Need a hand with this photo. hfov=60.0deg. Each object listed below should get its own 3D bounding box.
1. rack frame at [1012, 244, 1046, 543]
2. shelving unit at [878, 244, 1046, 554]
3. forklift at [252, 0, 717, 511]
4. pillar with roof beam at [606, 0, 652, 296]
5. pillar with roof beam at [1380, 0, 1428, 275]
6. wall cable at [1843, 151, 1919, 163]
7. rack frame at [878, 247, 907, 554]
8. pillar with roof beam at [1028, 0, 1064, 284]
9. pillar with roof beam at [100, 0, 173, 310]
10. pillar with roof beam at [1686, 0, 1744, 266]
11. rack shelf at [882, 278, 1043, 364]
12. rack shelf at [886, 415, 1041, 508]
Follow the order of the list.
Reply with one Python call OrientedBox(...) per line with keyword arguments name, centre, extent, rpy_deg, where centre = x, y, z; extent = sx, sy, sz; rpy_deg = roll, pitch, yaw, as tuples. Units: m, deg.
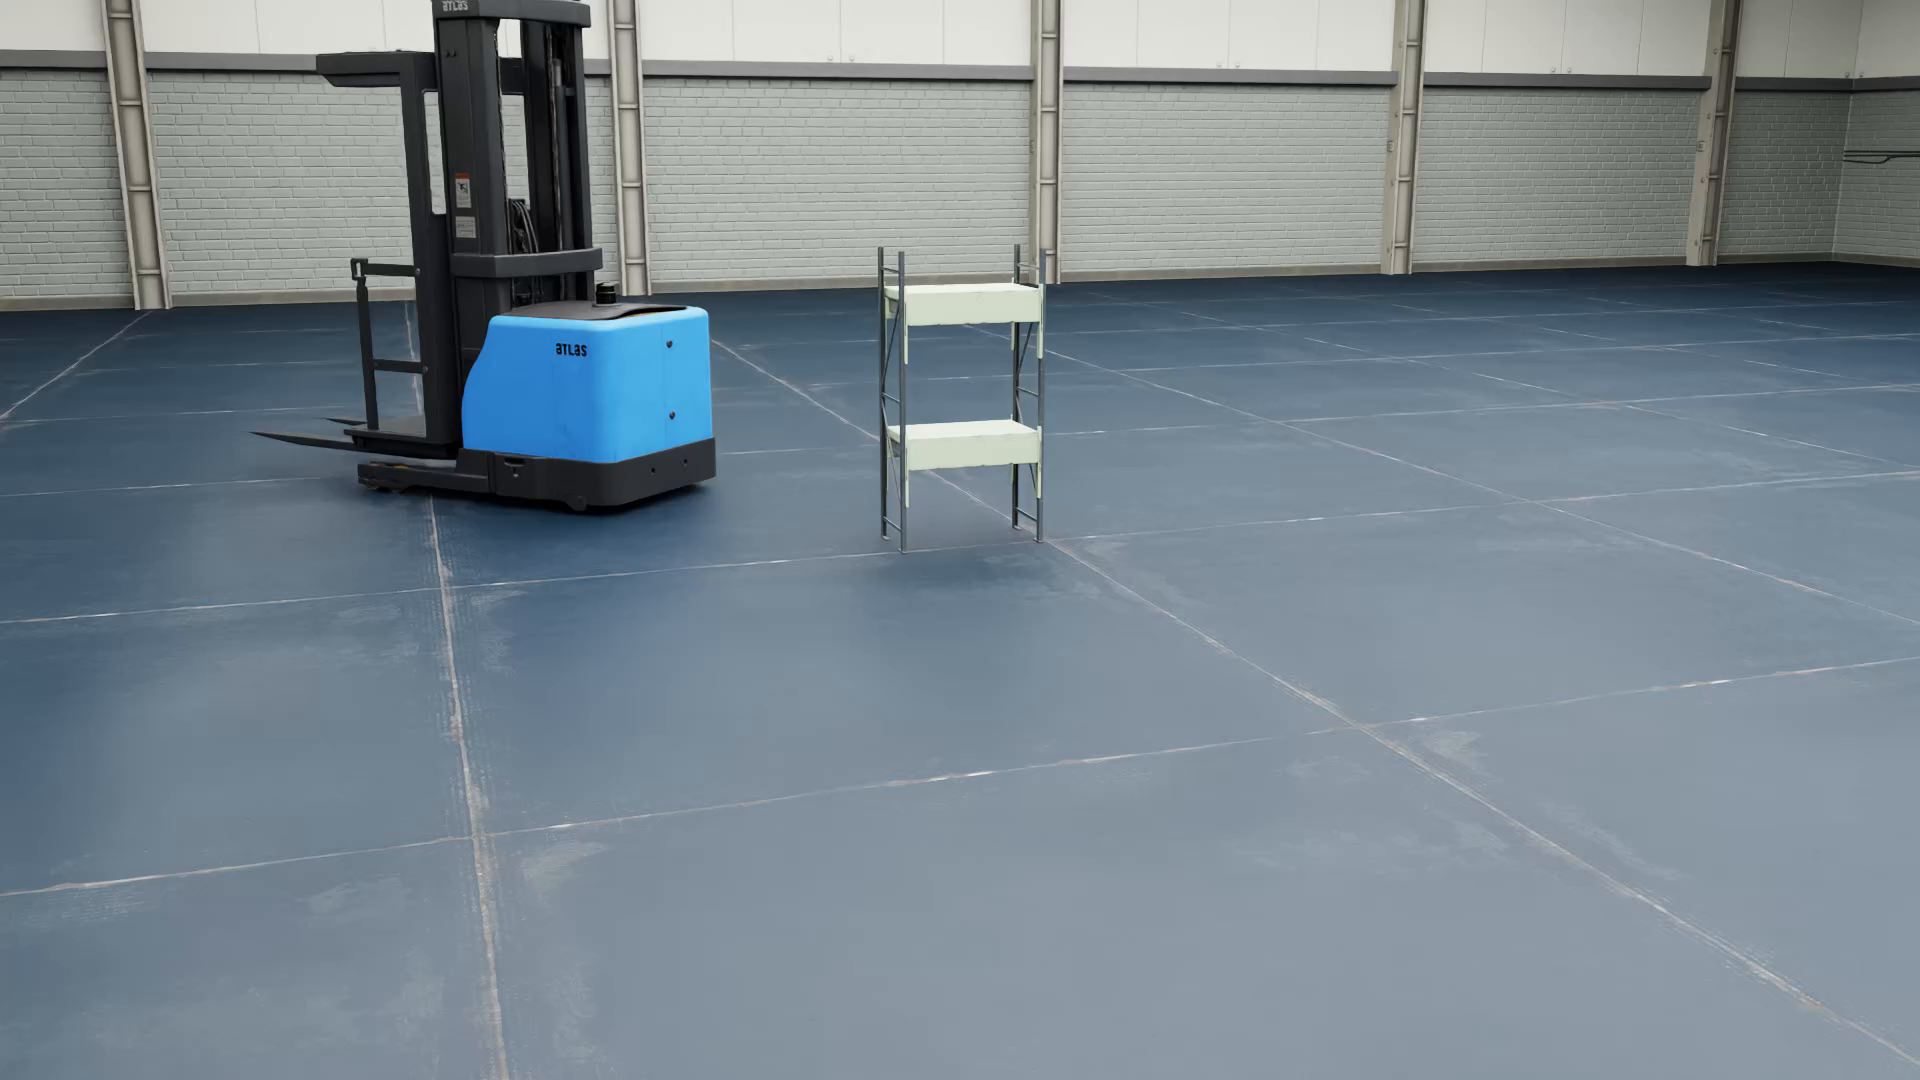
OrientedBox(name="rack frame", centre=(0.353, -0.757, 8.585), extent=(0.023, 1.500, 0.400), rpy_deg=(-4, 14, -18))
OrientedBox(name="shelving unit", centre=(0.006, -0.730, 8.471), extent=(0.755, 1.500, 0.431), rpy_deg=(-4, 14, -18))
OrientedBox(name="forklift", centre=(-3.004, -1.801, 9.882), extent=(3.031, 2.935, 1.130), rpy_deg=(7, 15, 27))
OrientedBox(name="pillar with roof beam", centre=(-3.066, -6.791, 17.745), extent=(0.400, 9.000, 9.100), rpy_deg=(-4, 14, -18))
OrientedBox(name="pillar with roof beam", centre=(8.307, -7.676, 21.468), extent=(0.400, 9.000, 9.100), rpy_deg=(-4, 14, -18))
OrientedBox(name="wall cable", centre=(15.835, -7.480, 27.354), extent=(0.112, 2.526, 3.097), rpy_deg=(-4, 14, -18))
OrientedBox(name="rack frame", centre=(-0.341, -0.703, 8.358), extent=(0.023, 1.500, 0.400), rpy_deg=(-4, 14, -18))
OrientedBox(name="pillar with roof beam", centre=(2.621, -7.233, 19.607), extent=(0.400, 9.000, 9.100), rpy_deg=(-4, 14, -18))
OrientedBox(name="pillar with roof beam", centre=(-8.753, -6.348, 15.883), extent=(0.400, 9.000, 9.100), rpy_deg=(-4, 14, -18))
OrientedBox(name="pillar with roof beam", centre=(13.994, -8.119, 23.330), extent=(0.400, 9.000, 9.100), rpy_deg=(-4, 14, -18))
OrientedBox(name="rack shelf", centre=(0.006, -1.110, 8.381), extent=(0.720, 0.370, 0.431), rpy_deg=(-4, 14, -18))
OrientedBox(name="rack shelf", centre=(0.006, -0.413, 8.547), extent=(0.720, 0.370, 0.431), rpy_deg=(-4, 14, -18))
